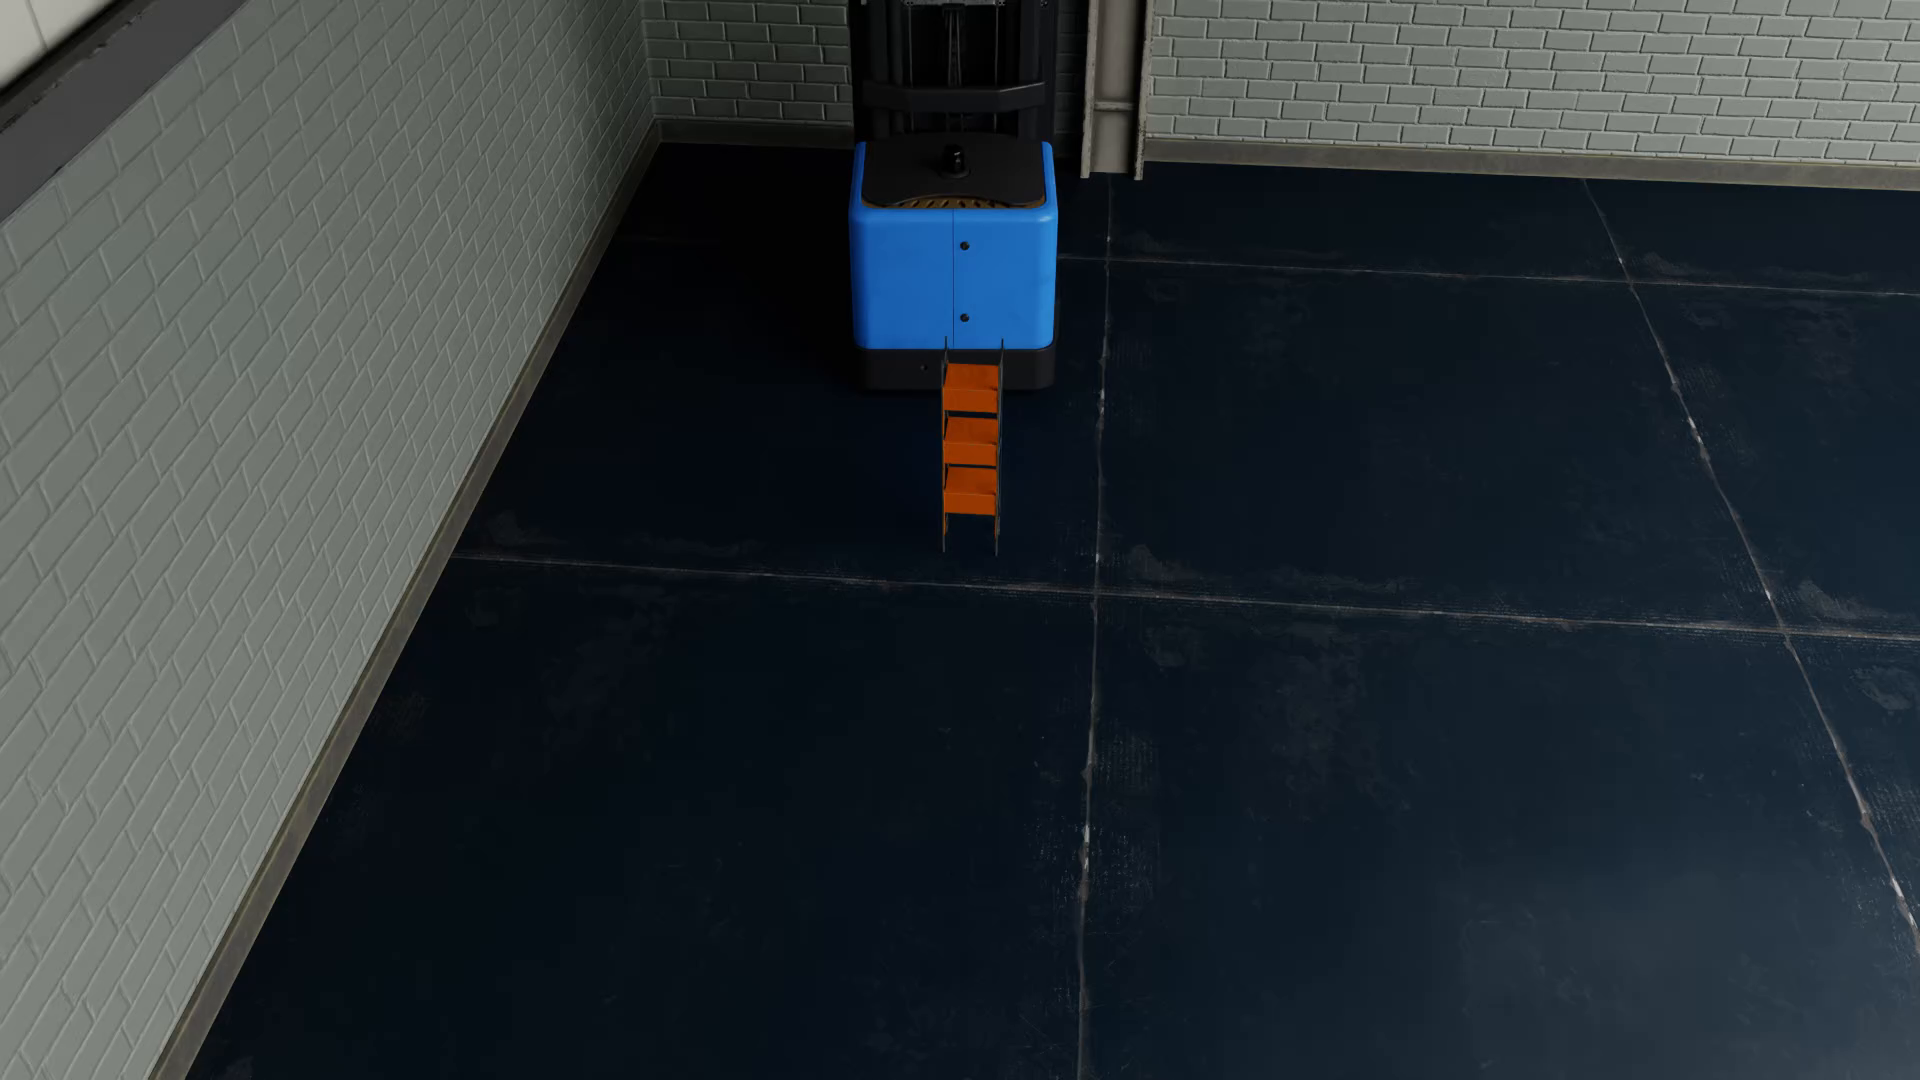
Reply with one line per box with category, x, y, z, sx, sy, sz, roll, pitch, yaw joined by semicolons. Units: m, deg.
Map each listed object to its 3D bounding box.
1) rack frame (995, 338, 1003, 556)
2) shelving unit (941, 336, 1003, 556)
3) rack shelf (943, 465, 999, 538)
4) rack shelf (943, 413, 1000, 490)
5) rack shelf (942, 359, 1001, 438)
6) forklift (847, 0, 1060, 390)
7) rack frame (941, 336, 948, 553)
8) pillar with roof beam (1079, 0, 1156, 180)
rack frame;0.175;-0.398;7.407;0.008;1.050;0.200;3;39;4
shelving unit;0.053;-0.404;7.415;0.252;1.050;0.215;3;39;4
rack shelf;0.053;-0.180;7.597;0.240;0.259;0.215;3;39;4
rack shelf;0.053;-0.396;7.422;0.240;0.259;0.215;3;39;4
rack shelf;0.053;-0.616;7.243;0.240;0.259;0.215;3;39;4
forklift;-0.033;-2.813;8.884;1.130;2.935;3.031;0;39;0
rack frame;-0.068;-0.411;7.423;0.008;1.050;0.200;3;39;4
pillar with roof beam;0.601;-3.174;4.522;0.400;9.000;9.100;3;39;4
